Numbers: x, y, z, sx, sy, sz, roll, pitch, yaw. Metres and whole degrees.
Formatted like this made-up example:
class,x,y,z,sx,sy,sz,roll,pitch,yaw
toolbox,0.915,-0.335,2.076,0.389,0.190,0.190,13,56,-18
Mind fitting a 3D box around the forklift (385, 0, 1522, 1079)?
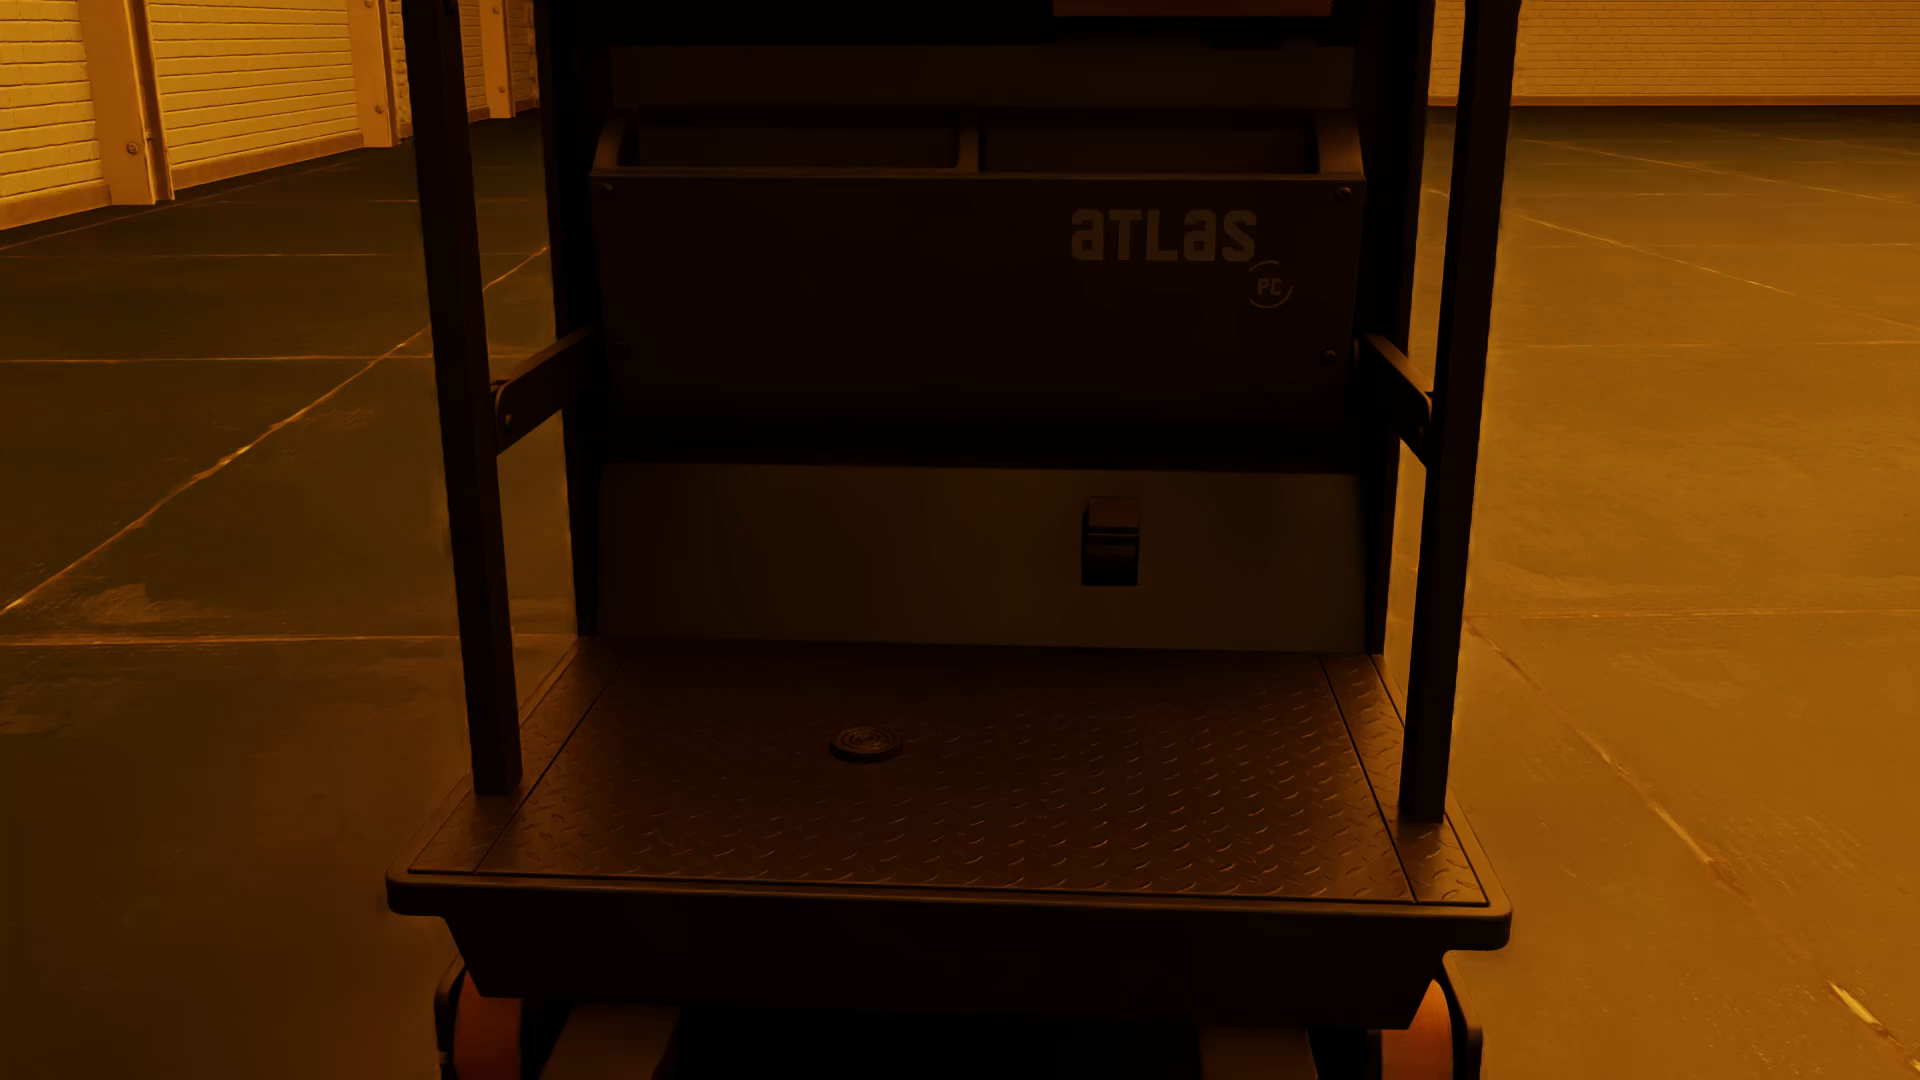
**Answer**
class,x,y,z,sx,sy,sz,roll,pitch,yaw
forklift,0.007,-0.857,1.710,1.130,2.935,3.031,1,17,3
